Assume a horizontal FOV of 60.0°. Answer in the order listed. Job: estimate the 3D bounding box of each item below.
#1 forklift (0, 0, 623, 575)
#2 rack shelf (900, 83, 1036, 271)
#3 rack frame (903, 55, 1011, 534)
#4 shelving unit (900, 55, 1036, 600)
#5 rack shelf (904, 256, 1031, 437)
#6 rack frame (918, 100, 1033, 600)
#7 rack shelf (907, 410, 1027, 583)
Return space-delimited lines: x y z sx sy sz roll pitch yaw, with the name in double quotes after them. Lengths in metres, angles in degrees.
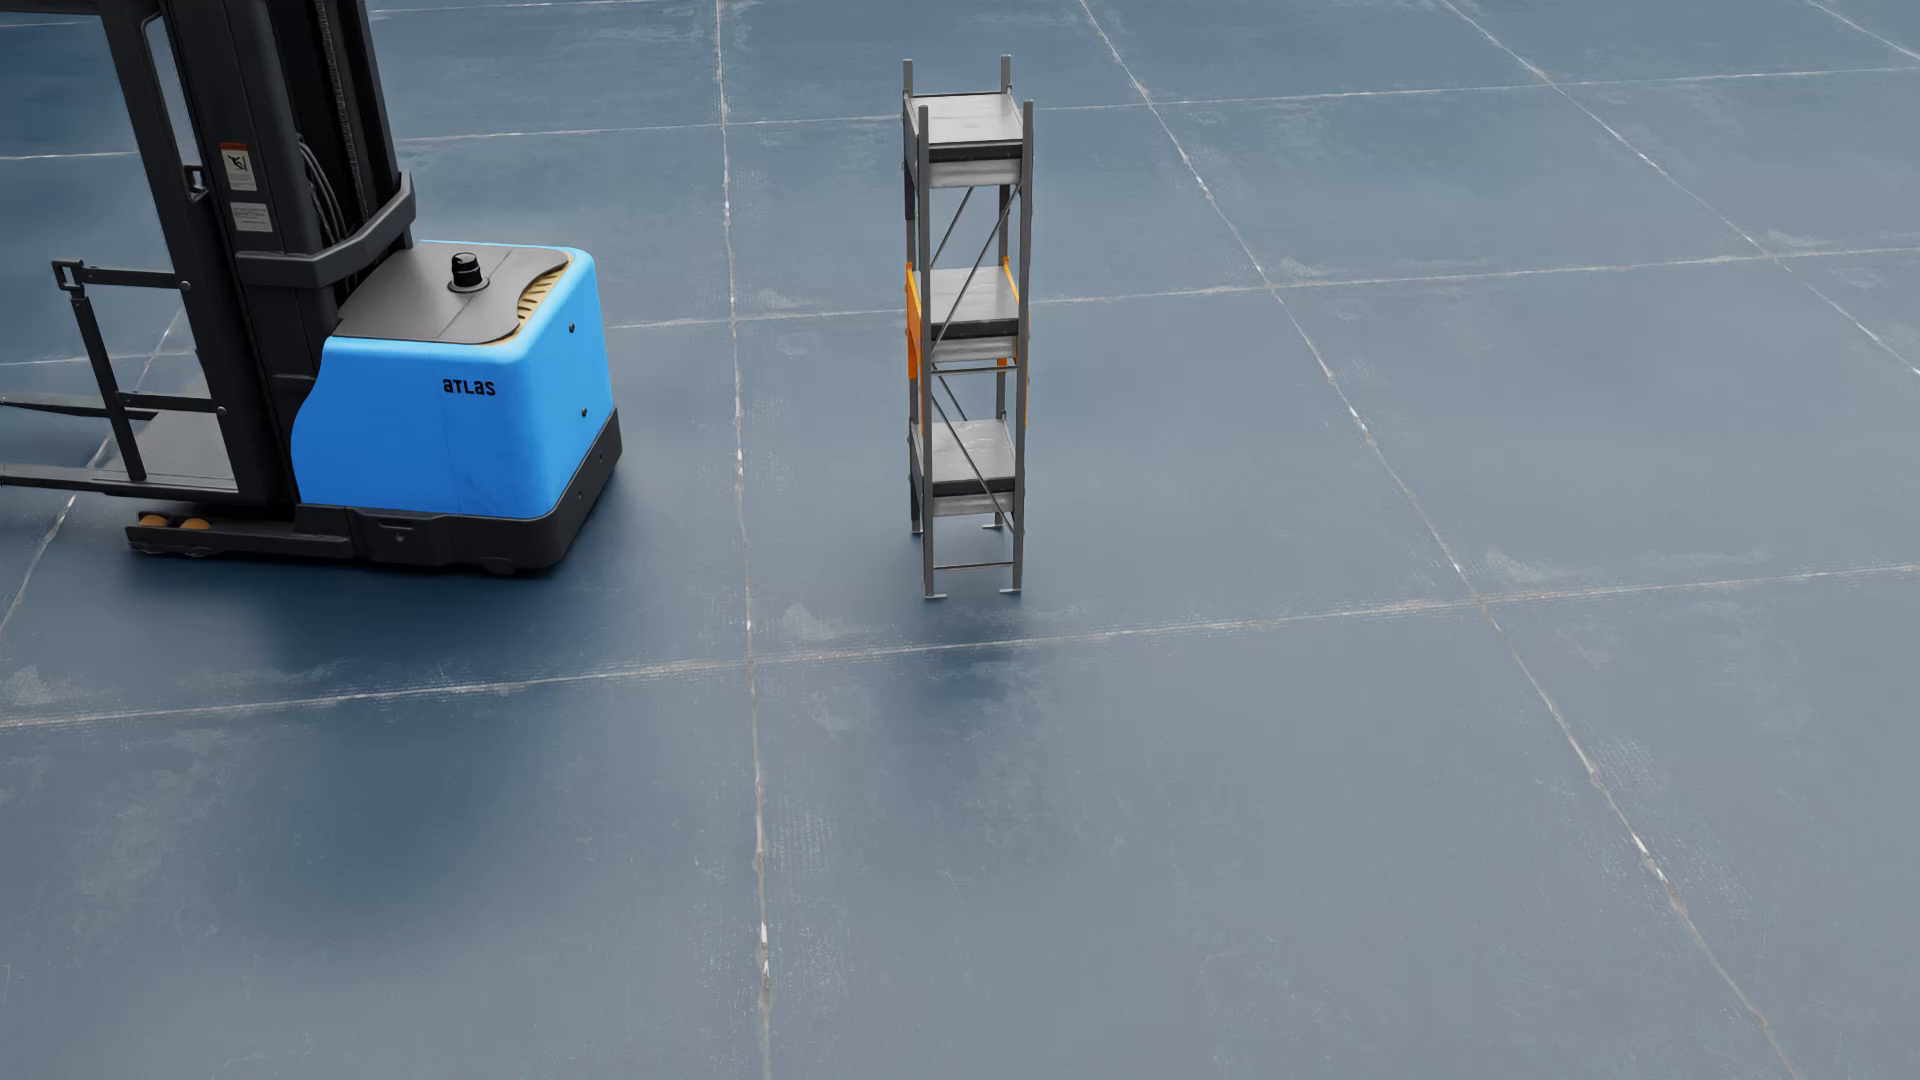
-3.124 -1.426 6.740 3.031 2.935 1.130 4 34 6 "forklift"
0.022 -1.342 6.137 0.431 0.518 0.480 -4 35 -6 "rack shelf"
-0.011 -0.911 6.723 0.400 2.100 0.015 -4 35 -6 "rack frame"
0.022 -0.775 6.523 0.431 2.100 0.503 -4 35 -6 "shelving unit"
0.022 -0.764 6.531 0.431 0.518 0.480 -4 35 -6 "rack shelf"
0.055 -0.639 6.323 0.400 2.100 0.015 -4 35 -6 "rack frame"
0.022 -0.186 6.925 0.431 0.518 0.480 -4 35 -6 "rack shelf"
